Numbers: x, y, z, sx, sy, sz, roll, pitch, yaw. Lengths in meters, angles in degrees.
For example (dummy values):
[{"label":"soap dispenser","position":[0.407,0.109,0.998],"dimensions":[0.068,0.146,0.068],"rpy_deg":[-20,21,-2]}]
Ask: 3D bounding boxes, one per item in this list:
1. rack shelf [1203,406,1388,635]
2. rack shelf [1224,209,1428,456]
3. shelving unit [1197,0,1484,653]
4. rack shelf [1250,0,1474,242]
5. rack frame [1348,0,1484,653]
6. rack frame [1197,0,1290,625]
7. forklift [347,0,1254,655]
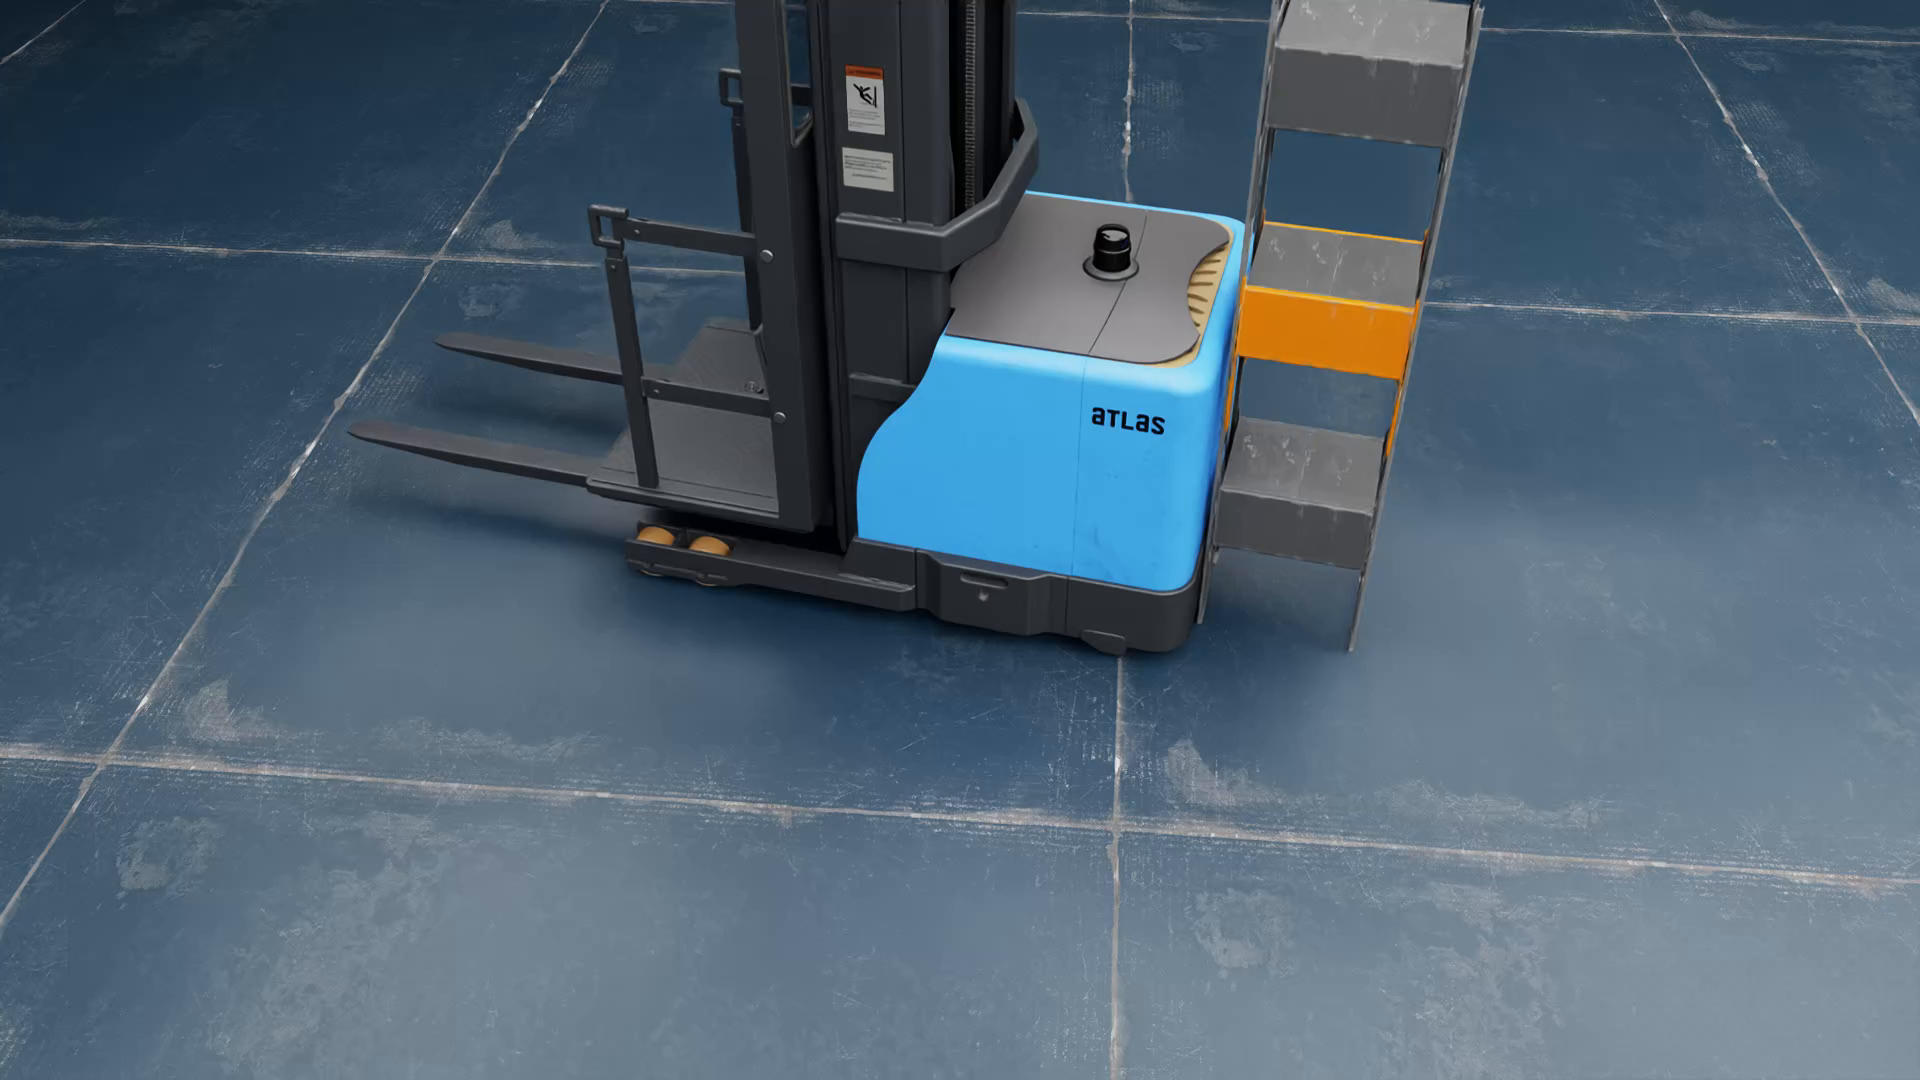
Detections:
[{"label":"rack shelf","position":[1.067,-0.065,5.297],"dimensions":[0.480,0.518,0.431],"rpy_deg":[10,40,12]},{"label":"rack shelf","position":[1.067,-0.608,4.855],"dimensions":[0.480,0.518,0.431],"rpy_deg":[10,40,12]},{"label":"shelving unit","position":[1.067,-0.619,4.847],"dimensions":[0.503,2.100,0.431],"rpy_deg":[10,40,12]},{"label":"rack shelf","position":[1.067,-1.151,4.413],"dimensions":[0.480,0.518,0.431],"rpy_deg":[10,40,12]},{"label":"rack frame","position":[1.302,-0.577,4.796],"dimensions":[0.015,2.100,0.400],"rpy_deg":[10,40,12]},{"label":"rack frame","position":[0.832,-0.660,4.898],"dimensions":[0.015,2.100,0.400],"rpy_deg":[10,40,12]},{"label":"forklift","position":[-0.620,-1.291,5.015],"dimensions":[3.031,2.935,1.130],"rpy_deg":[10,40,12]}]
